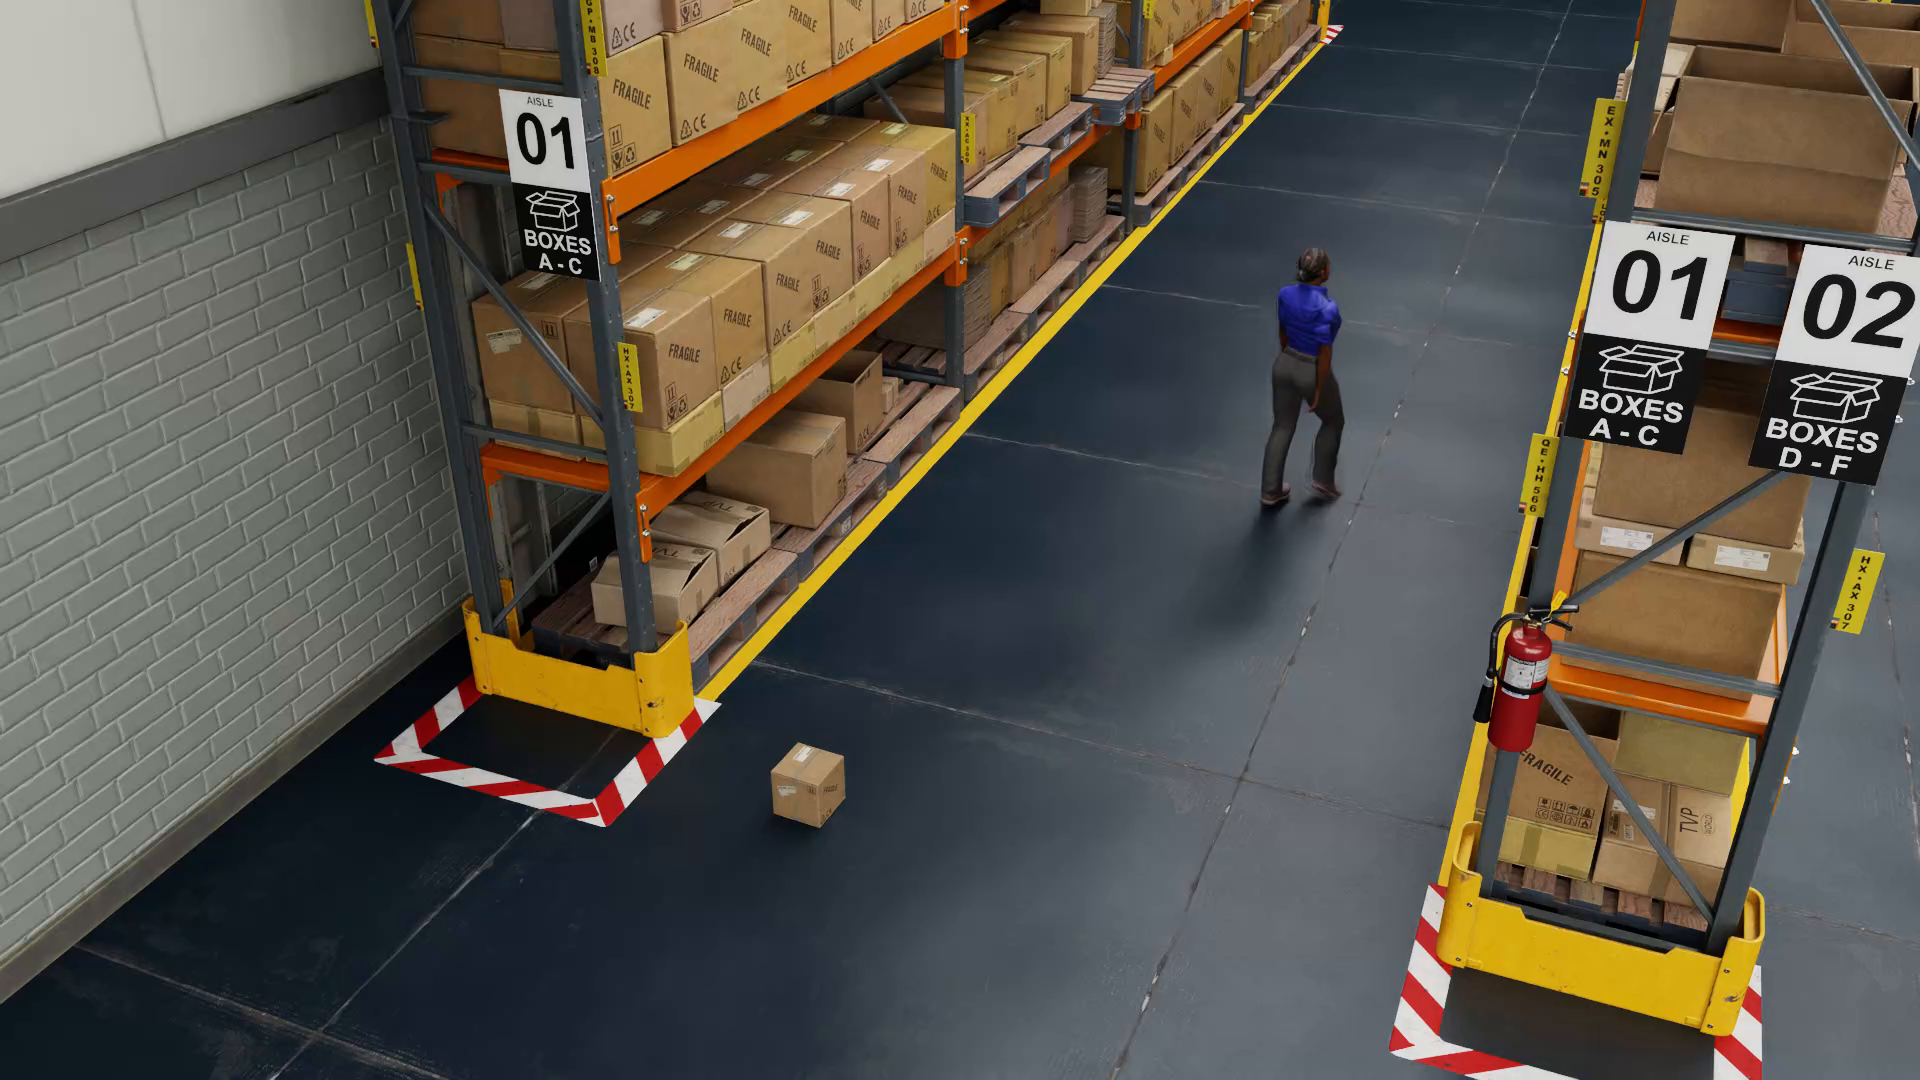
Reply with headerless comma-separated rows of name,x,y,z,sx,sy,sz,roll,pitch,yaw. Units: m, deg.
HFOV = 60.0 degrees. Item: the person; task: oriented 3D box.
person,2.112,-0.977,10.137,0.590,1.722,0.460,-26,39,-37
